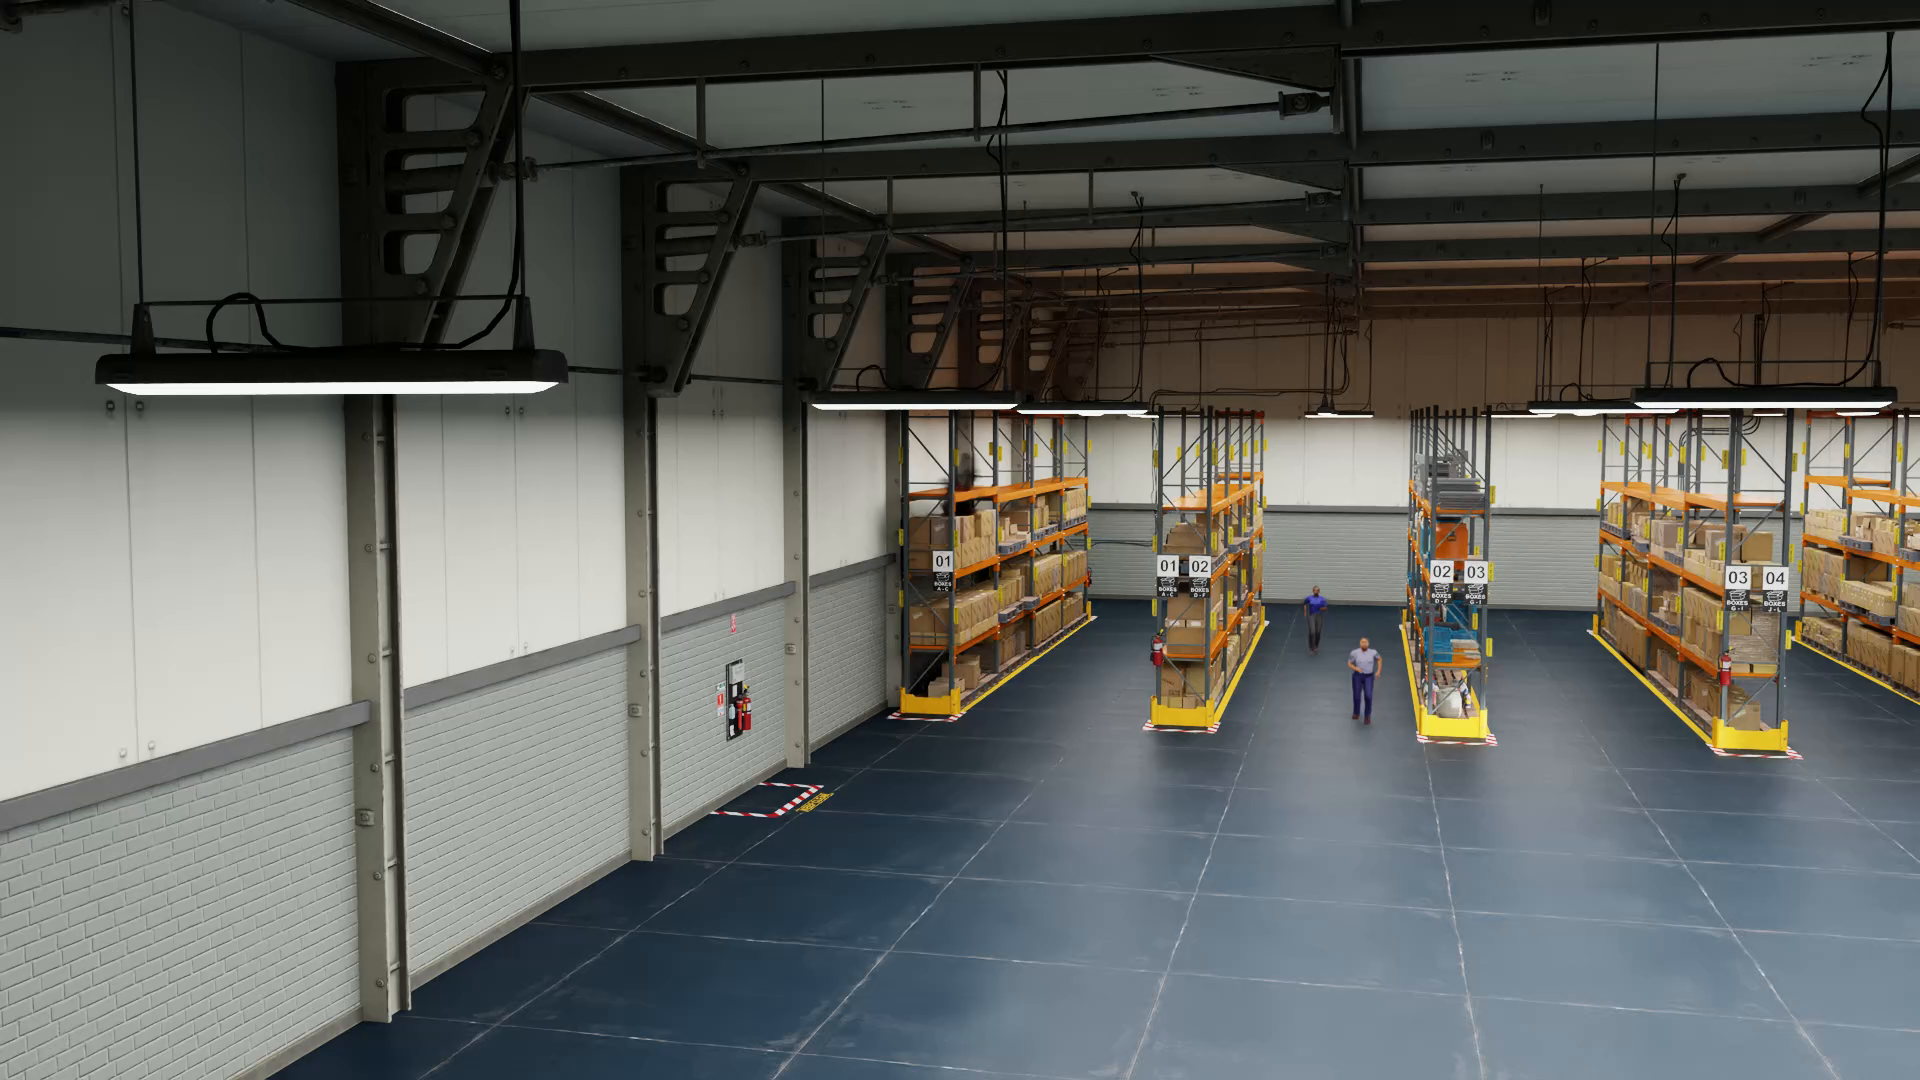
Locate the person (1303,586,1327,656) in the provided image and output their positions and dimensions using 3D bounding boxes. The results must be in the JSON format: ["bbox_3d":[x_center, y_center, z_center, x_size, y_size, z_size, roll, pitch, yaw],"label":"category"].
[{"bbox_3d":[8.706,1.974,40.745,0.549,1.717,0.764,0,4,5],"label":"person"}]

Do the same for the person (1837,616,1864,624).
[{"bbox_3d":[23.686,1.733,44.271,0.611,1.662,0.629,1,4,18],"label":"person"}]

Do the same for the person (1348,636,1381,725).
[{"bbox_3d":[7.640,2.680,31.426,0.628,1.683,0.695,1,4,13],"label":"person"}]
